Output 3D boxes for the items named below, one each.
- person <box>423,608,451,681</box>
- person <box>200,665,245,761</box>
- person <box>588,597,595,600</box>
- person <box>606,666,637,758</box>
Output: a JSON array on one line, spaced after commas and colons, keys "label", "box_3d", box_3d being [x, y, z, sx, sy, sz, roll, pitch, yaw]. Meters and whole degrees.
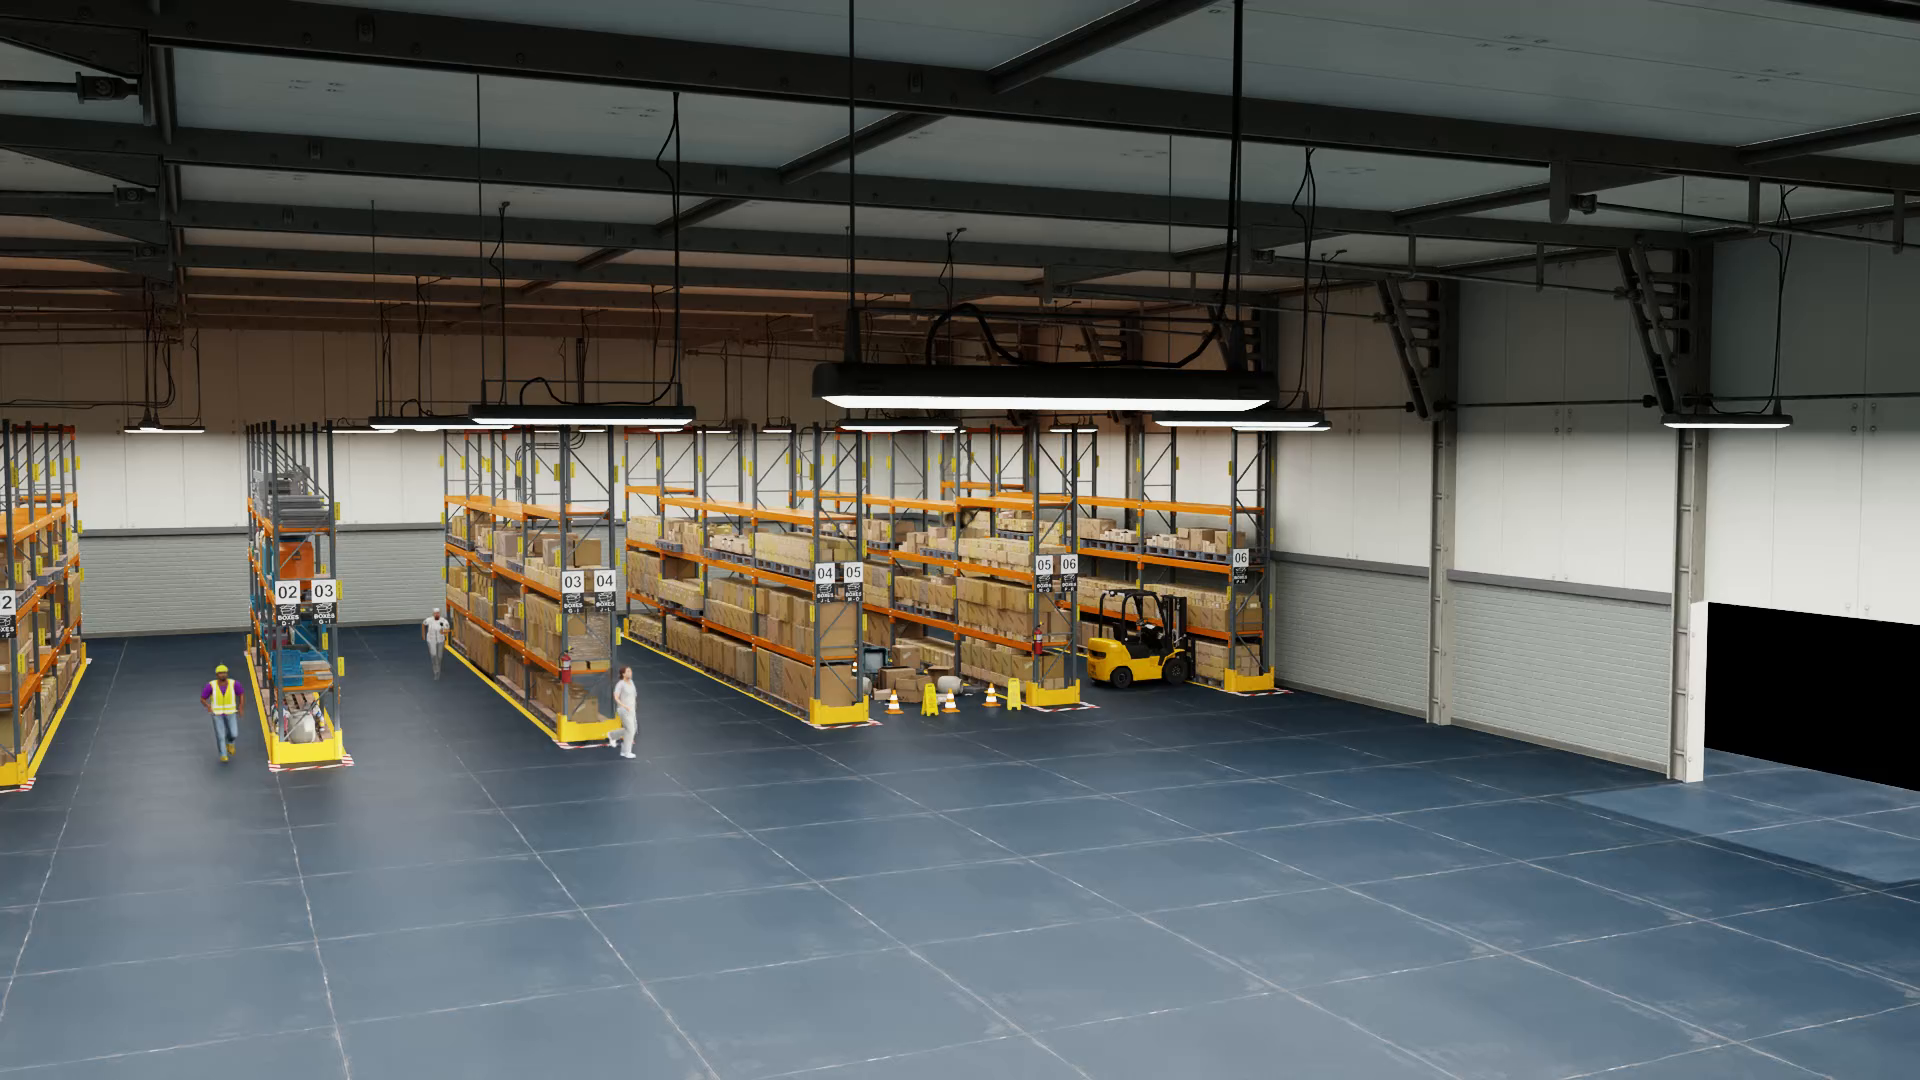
[{"label": "person", "box_3d": [-12.384, 2.448, 39.361, 0.627, 1.713, 0.868, -1, 4, -19]}, {"label": "person", "box_3d": [-12.915, 3.049, 29.163, 0.728, 1.725, 0.610, -2, 4, -28]}, {"label": "person", "box_3d": [-10.485, 2.055, 46.642, 0.637, 1.501, 0.580, 0, 4, -4]}, {"label": "person", "box_3d": [-6.051, 3.054, 29.749, 0.639, 1.649, 0.573, 1, 4, 21]}]
